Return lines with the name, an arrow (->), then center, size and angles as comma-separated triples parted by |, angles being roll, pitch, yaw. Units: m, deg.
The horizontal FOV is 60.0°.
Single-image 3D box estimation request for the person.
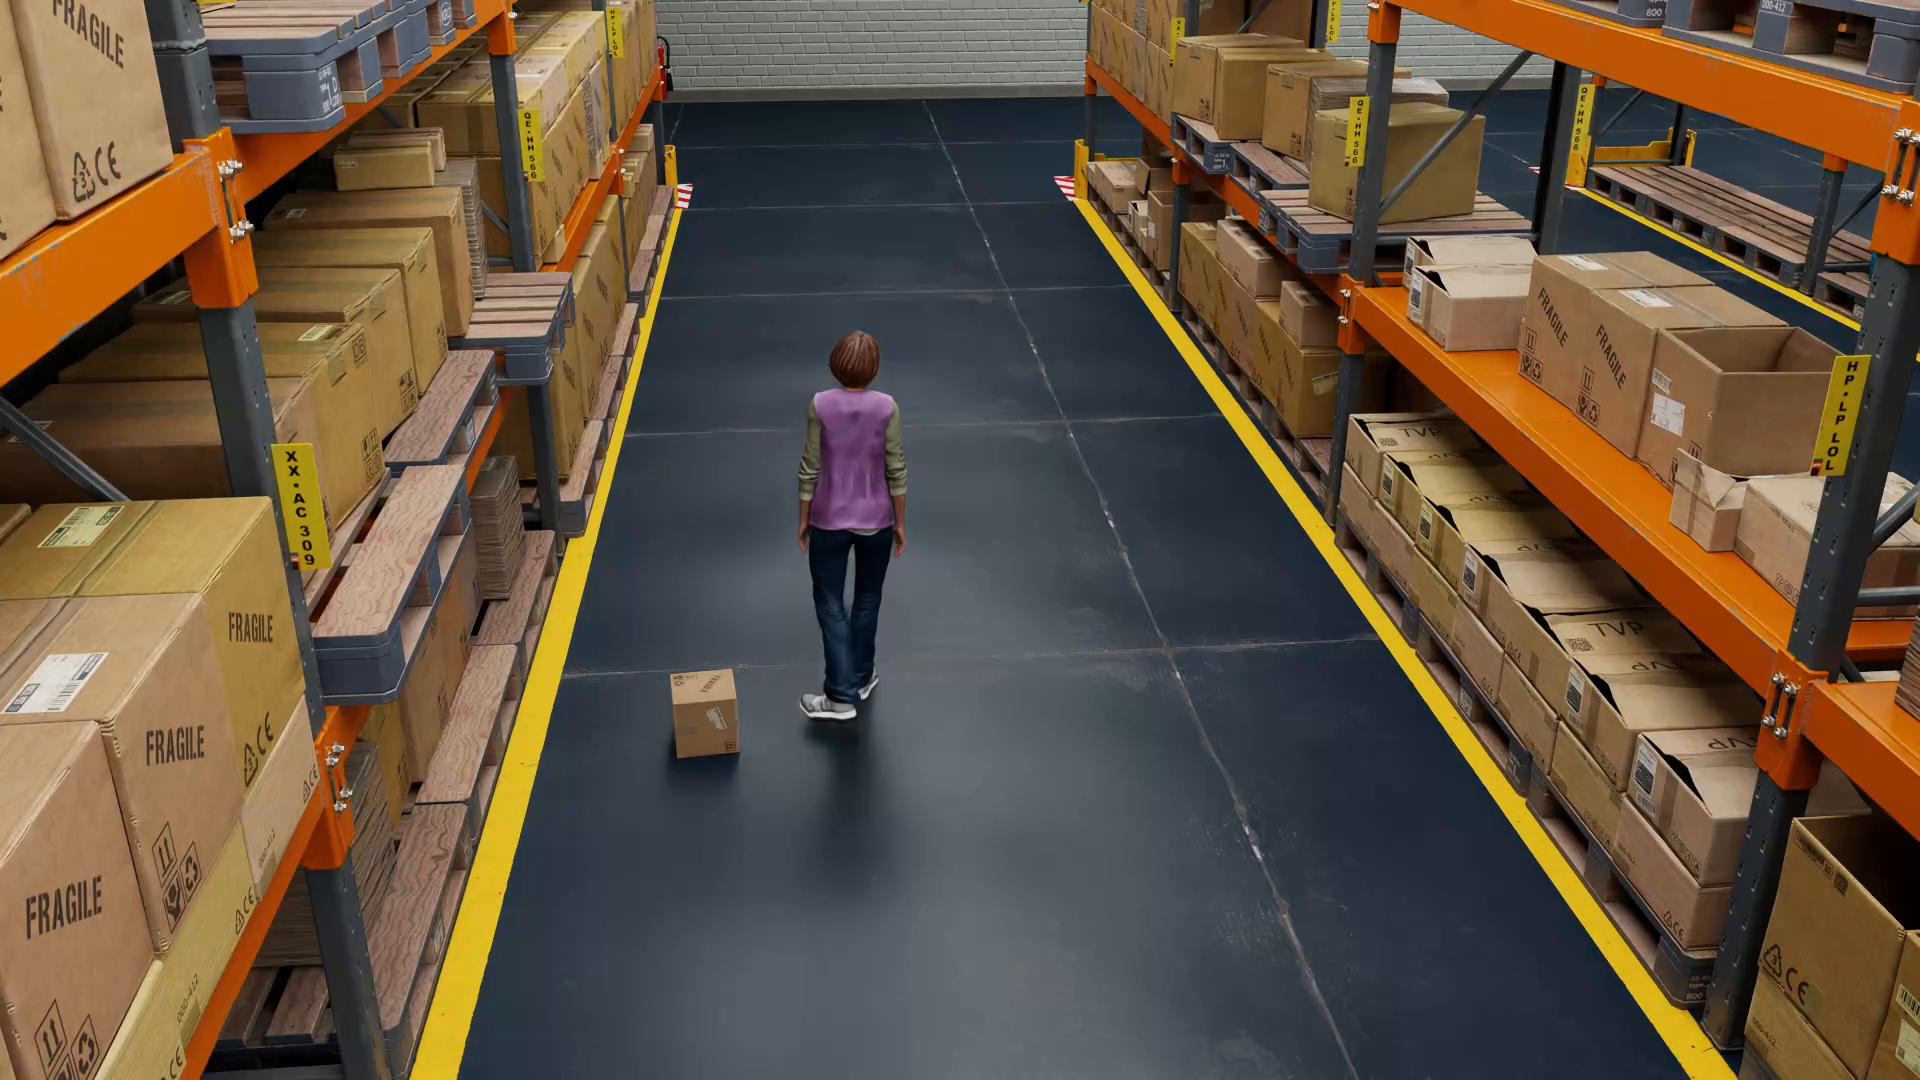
person -> -0.439, -0.034, 6.692 | 0.475, 1.583, 0.512 | -3, 24, -7
